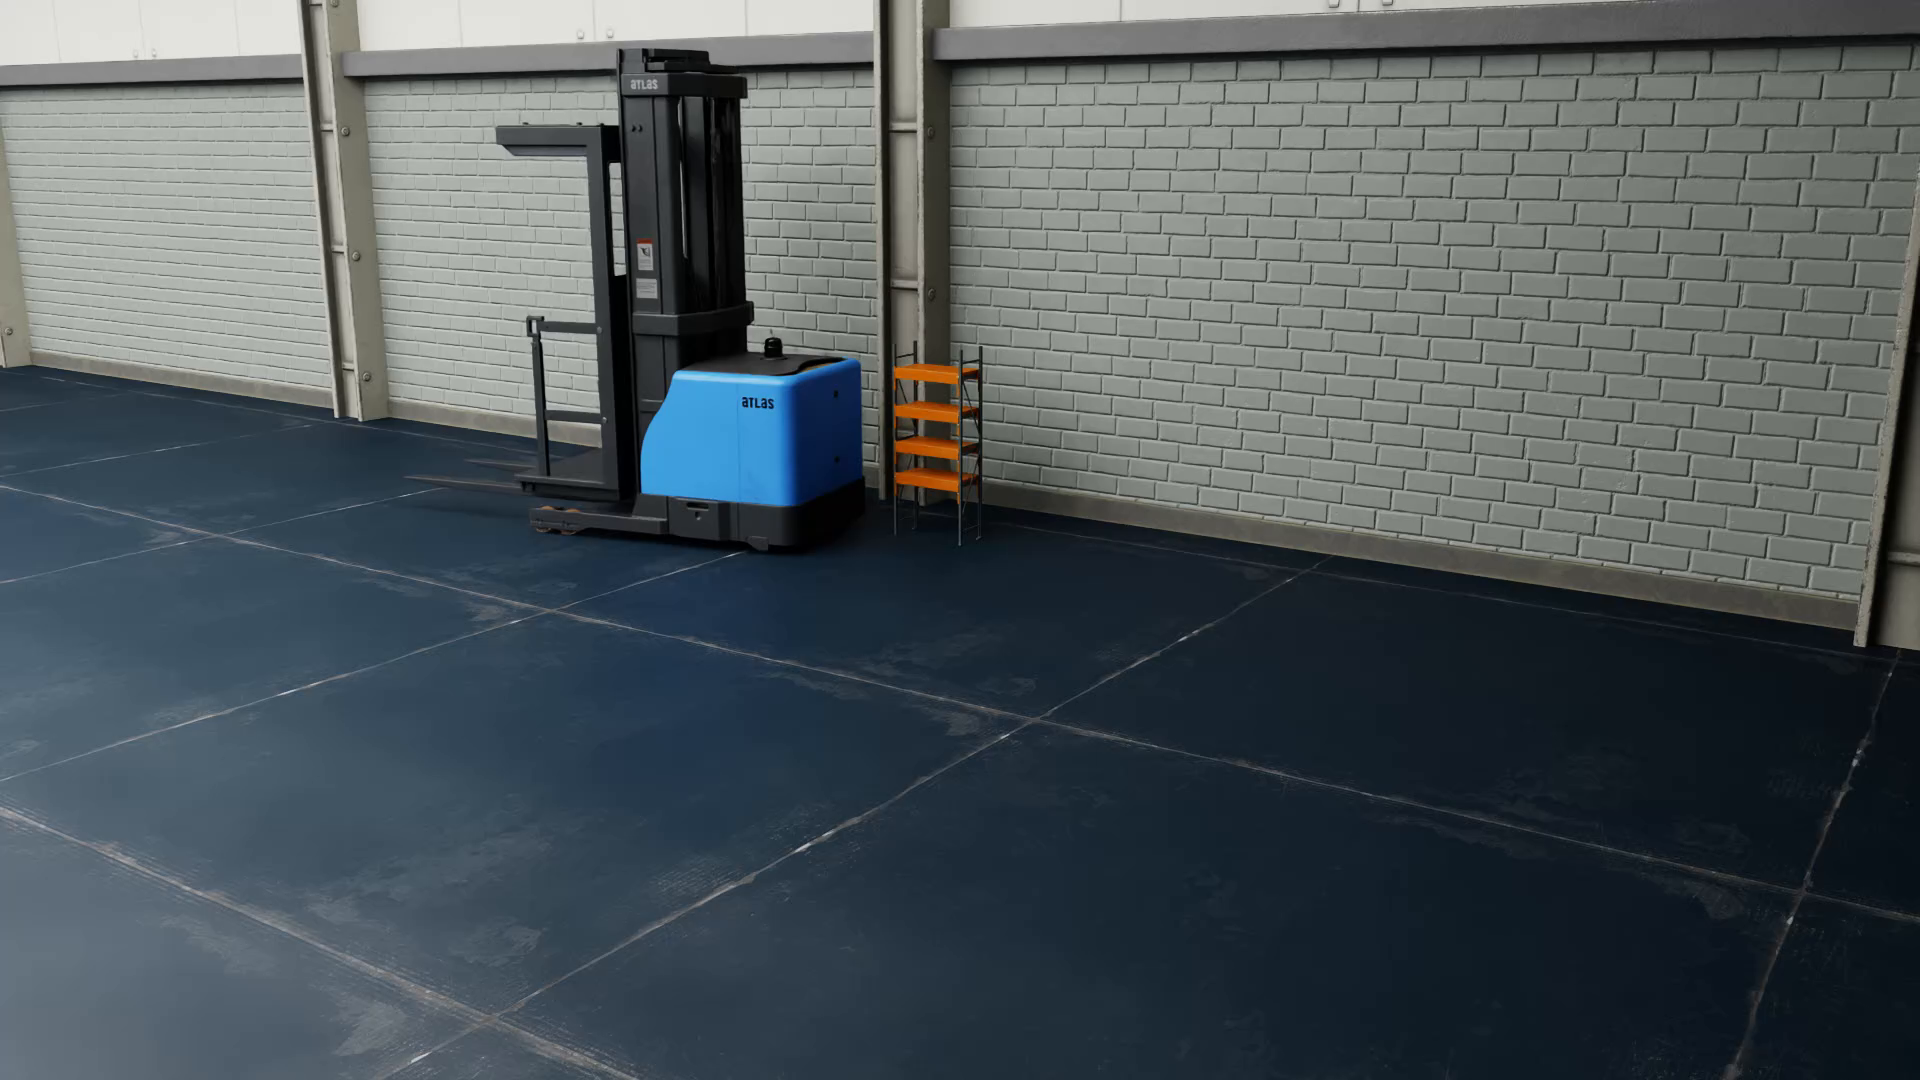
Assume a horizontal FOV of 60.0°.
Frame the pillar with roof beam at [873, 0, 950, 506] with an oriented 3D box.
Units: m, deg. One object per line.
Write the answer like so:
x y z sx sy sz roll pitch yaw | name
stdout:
-2.715 -3.798 6.937 0.400 9.000 9.100 9 17 33 | pillar with roof beam

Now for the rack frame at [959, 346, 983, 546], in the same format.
0.065 -0.572 10.136 0.015 1.200 0.240 9 17 33 | rack frame

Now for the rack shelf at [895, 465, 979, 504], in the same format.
-0.137 -0.347 10.333 0.480 0.148 0.258 9 17 33 | rack shelf

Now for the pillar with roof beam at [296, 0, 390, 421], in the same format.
-7.694 -4.602 10.188 0.400 9.000 9.100 9 17 33 | pillar with roof beam

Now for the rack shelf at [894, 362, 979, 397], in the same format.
-0.137 -0.986 10.174 0.480 0.148 0.258 9 17 33 | rack shelf

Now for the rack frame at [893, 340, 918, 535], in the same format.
-0.340 -0.637 10.401 0.015 1.200 0.240 9 17 33 | rack frame

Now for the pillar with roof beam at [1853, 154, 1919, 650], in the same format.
2.263 -2.993 3.687 0.400 9.000 9.100 9 17 33 | pillar with roof beam

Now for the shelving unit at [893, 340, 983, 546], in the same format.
-0.137 -0.605 10.269 0.503 1.200 0.258 9 17 33 | shelving unit

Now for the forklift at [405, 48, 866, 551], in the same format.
-2.177 -1.563 10.536 3.031 2.935 1.130 6 15 21 | forklift

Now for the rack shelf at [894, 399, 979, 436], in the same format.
-0.137 -0.756 10.231 0.480 0.148 0.258 9 17 33 | rack shelf

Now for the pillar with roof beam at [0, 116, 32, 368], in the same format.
-12.672 -5.407 13.438 0.400 9.000 9.100 9 17 33 | pillar with roof beam

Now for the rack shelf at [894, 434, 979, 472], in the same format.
-0.137 -0.539 10.285 0.480 0.148 0.258 9 17 33 | rack shelf
